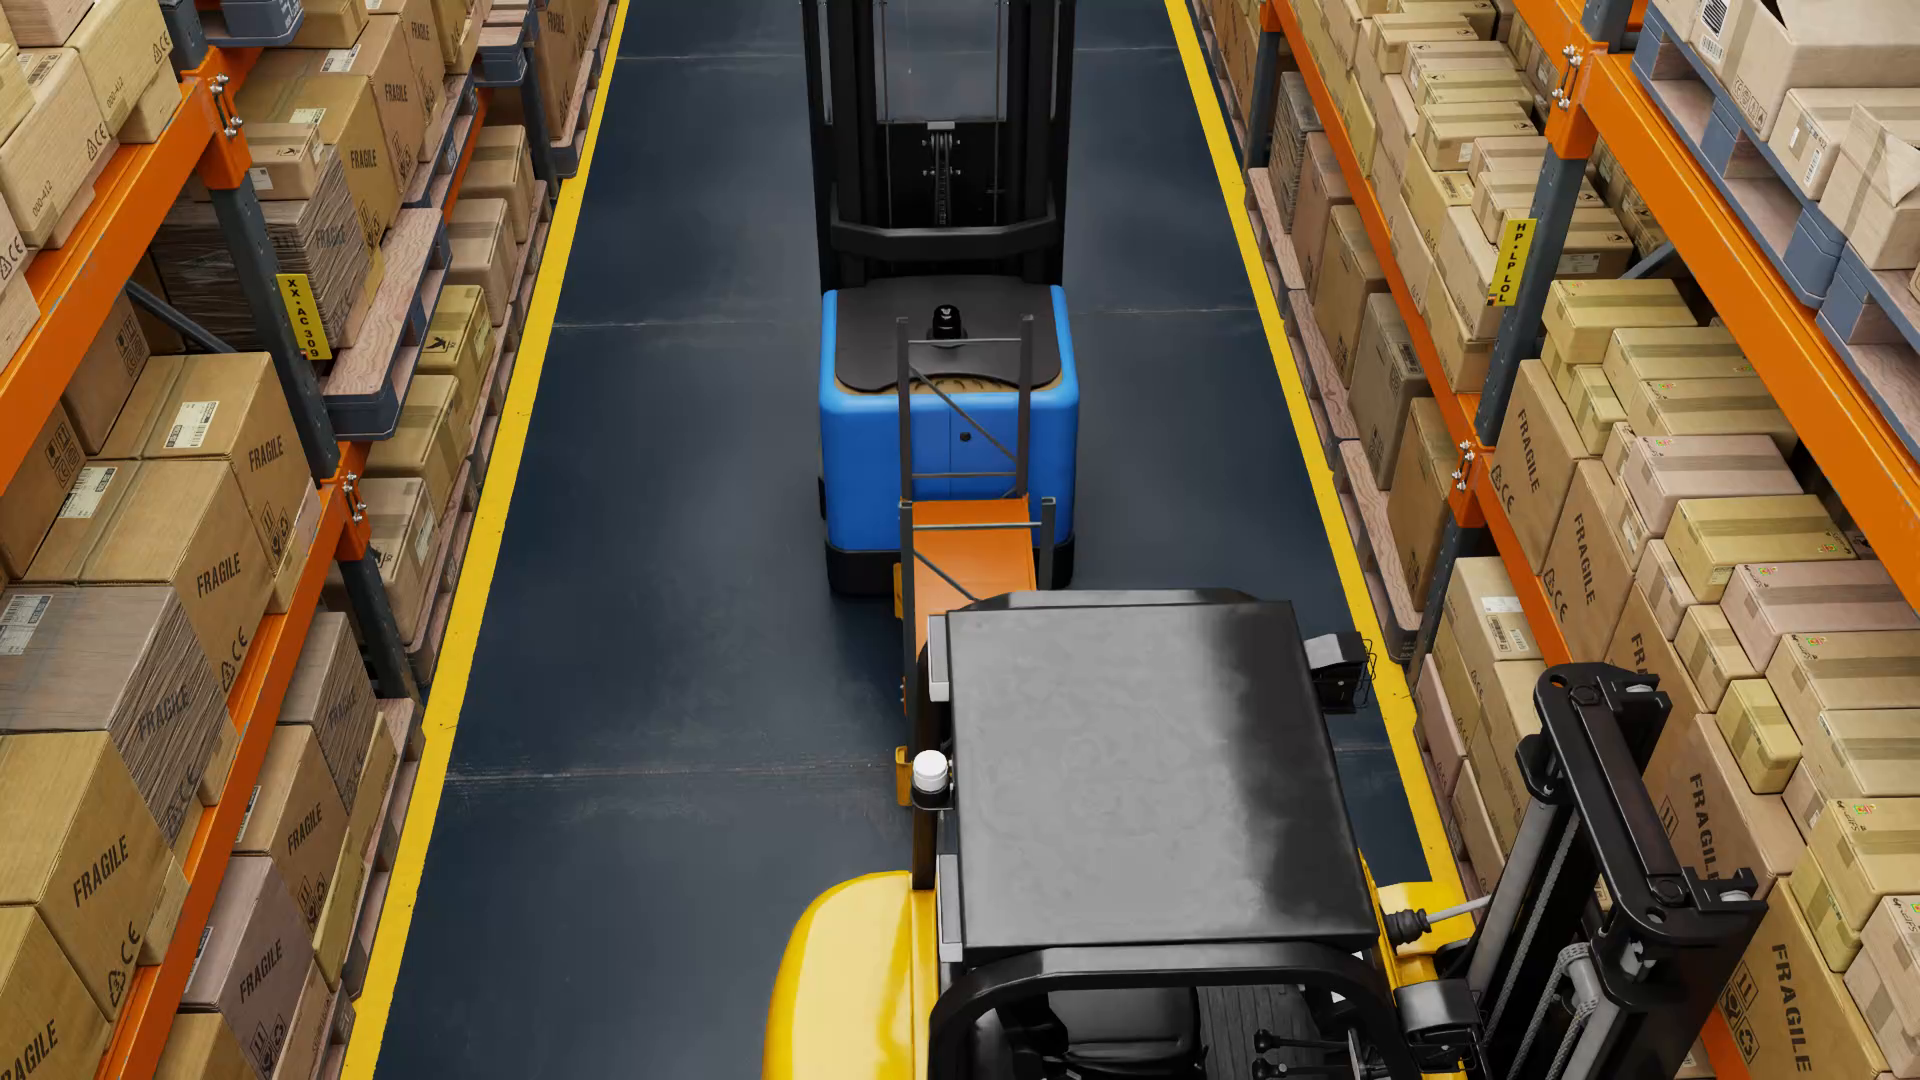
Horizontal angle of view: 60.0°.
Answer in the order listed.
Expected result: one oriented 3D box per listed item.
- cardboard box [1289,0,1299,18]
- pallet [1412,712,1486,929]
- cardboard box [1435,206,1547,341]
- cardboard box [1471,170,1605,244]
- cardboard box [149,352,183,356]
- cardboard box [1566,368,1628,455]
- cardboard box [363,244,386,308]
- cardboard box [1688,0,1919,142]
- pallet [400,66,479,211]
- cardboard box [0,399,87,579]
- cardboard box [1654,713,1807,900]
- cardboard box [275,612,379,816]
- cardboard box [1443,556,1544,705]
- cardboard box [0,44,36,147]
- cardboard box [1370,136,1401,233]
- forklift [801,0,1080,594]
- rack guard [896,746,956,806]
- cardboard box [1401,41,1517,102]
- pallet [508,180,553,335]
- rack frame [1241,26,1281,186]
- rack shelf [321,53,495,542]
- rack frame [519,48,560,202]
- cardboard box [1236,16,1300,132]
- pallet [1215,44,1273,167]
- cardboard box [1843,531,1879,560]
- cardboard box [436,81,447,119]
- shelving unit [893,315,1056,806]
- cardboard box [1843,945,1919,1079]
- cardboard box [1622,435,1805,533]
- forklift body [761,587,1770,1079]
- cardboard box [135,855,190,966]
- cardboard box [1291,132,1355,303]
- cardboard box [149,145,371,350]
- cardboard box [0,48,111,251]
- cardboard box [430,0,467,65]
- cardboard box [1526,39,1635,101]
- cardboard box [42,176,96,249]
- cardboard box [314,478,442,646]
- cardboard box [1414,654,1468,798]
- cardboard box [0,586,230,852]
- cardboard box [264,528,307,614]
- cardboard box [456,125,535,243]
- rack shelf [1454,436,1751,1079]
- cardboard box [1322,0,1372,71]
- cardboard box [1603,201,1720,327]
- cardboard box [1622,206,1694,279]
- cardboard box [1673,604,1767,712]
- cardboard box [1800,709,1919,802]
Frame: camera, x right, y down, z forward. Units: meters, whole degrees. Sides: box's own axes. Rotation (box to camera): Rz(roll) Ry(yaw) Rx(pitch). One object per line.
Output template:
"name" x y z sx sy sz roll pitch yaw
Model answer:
"cardboard box" 1.924 -2.854 8.404 0.500 0.250 0.500 -1 43 -2
"pallet" 2.311 1.051 6.097 1.003 0.211 1.213 -2 43 -2
"cardboard box" 2.043 -0.969 5.978 0.500 0.250 0.500 -2 43 -3
"cardboard box" 2.054 -1.189 5.923 0.380 0.149 0.250 -2 43 -2
"cardboard box" -2.937 -0.772 5.897 0.380 0.149 0.250 -1 43 -1
"cardboard box" 2.082 -0.394 5.055 0.380 0.149 0.250 -1 43 -1
"cardboard box" -2.349 -0.984 6.128 0.380 0.149 0.250 -1 43 -1
"cardboard box" 2.111 -1.211 3.963 0.500 0.311 0.500 -1 43 -1
"pallet" -2.685 -1.665 7.138 1.003 0.211 1.213 -2 43 -2
"cardboard box" -2.838 -0.237 4.404 0.700 0.500 0.500 -1 43 -2
"cardboard box" 2.139 0.788 4.246 0.500 0.500 0.500 -1 43 -2
"cardboard box" -2.347 0.604 5.690 0.500 0.500 0.500 -2 43 -2
"cardboard box" 2.026 0.310 5.825 0.500 0.250 0.500 -2 43 -2
"cardboard box" -2.257 -0.947 3.589 0.380 0.149 0.250 0 43 -1
"cardboard box" 2.019 -1.468 6.893 0.500 0.250 0.500 -1 43 -2
"forklift" -0.095 -1.832 7.229 1.130 2.935 3.031 -1 43 -2
"rack guard" 0.055 0.881 6.254 0.587 0.250 0.087 -1 43 -2
"cardboard box" 1.999 -1.877 6.674 0.380 0.149 0.250 -1 43 -1
"pallet" -2.778 -1.515 8.897 1.003 0.211 1.213 -2 43 -2
"rack frame" 2.149 -3.216 8.688 1.000 3.000 0.127 -2 43 -2
"rack shelf" -2.725 -1.455 7.300 1.077 0.370 4.000 -2 43 -2
"rack frame" -2.810 -3.071 8.530 1.000 3.000 0.127 -2 43 -2
"cardboard box" 1.917 -2.728 9.696 0.500 0.500 0.500 -1 43 -1
"pallet" 2.155 -2.693 10.181 1.003 0.211 1.213 -2 43 -2
"cardboard box" 2.605 0.110 4.506 0.380 0.149 0.250 0 43 0
"cardboard box" -2.416 -1.875 7.100 0.380 0.149 0.250 -3 43 -3
"shelving unit" 0.036 0.084 6.198 0.587 1.500 1.083 -1 43 -2
"cardboard box" 2.146 0.988 3.548 0.380 0.149 0.250 -3 43 -3
"cardboard box" 2.066 -0.155 4.574 0.380 0.149 0.250 -1 43 -1
"forklift body" 0.586 1.270 4.422 2.313 2.155 1.214 -2 43 -2
"cardboard box" -2.247 0.962 4.316 0.380 0.149 0.250 -1 43 -1
"cardboard box" 2.198 -1.633 8.408 0.875 0.625 0.625 0 43 0
"cardboard box" -2.373 -0.997 5.662 0.500 0.500 0.500 -1 43 -1
"cardboard box" -2.330 -0.899 3.832 0.500 0.250 0.500 -2 43 -2
"cardboard box" -2.457 -2.384 7.176 0.500 0.500 0.500 -4 43 -5
"cardboard box" 2.517 -1.897 6.695 0.380 0.149 0.250 -2 43 -2
"cardboard box" -2.364 -0.834 4.056 0.380 0.149 0.250 -1 43 -1
"cardboard box" -2.665 0.089 6.716 0.950 0.372 0.625 -1 43 -1
"cardboard box" 2.009 0.679 6.163 0.500 0.250 0.500 -1 43 -1
"cardboard box" -2.317 0.473 4.369 0.500 0.500 0.500 -1 43 -1
"cardboard box" -2.304 0.099 5.258 0.380 0.149 0.250 -1 43 -1
"cardboard box" -2.796 -1.875 8.860 0.950 0.372 0.625 -4 43 -5
"rack shelf" 2.404 1.100 4.512 1.077 0.370 4.000 -2 43 -2
"cardboard box" 1.948 -2.346 7.481 0.500 0.250 0.500 -3 43 -3
"cardboard box" 2.554 -0.994 6.006 0.500 0.250 0.500 -2 43 -2
"cardboard box" 2.519 -1.035 5.755 0.380 0.149 0.250 -3 43 -3
"cardboard box" 2.096 0.296 4.303 0.380 0.149 0.250 -3 43 -3
"cardboard box" 2.192 0.528 3.829 0.380 0.149 0.250 -1 43 -1
